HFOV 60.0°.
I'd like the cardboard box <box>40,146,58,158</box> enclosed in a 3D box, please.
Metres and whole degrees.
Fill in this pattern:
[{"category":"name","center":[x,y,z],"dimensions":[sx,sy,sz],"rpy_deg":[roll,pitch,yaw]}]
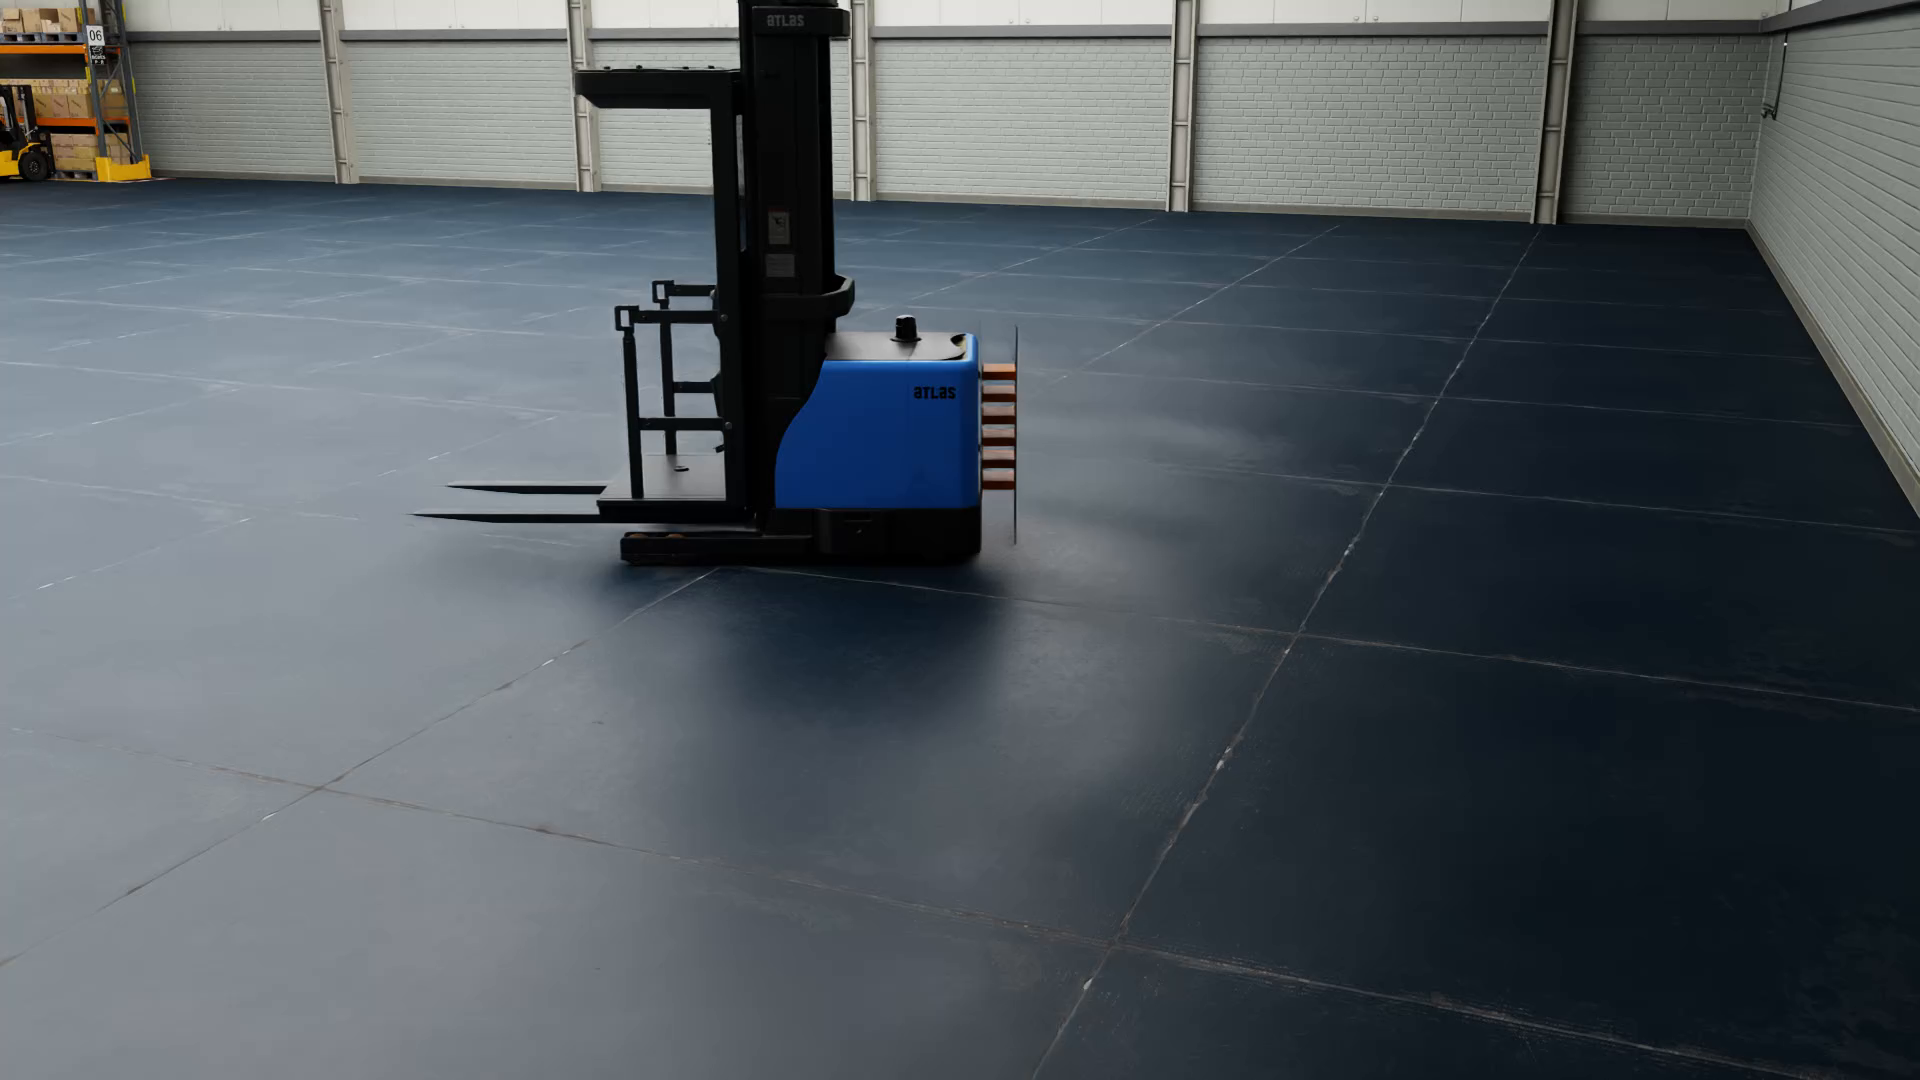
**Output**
[{"category":"cardboard box","center":[-19.730,-8.491,36.322],"dimensions":[0.500,0.250,0.500],"rpy_deg":[6,17,19]}]

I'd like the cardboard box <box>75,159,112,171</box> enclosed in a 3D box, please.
[{"category":"cardboard box","center":[-18.765,-8.147,36.034],"dimensions":[0.500,0.250,0.500],"rpy_deg":[6,17,21]}]

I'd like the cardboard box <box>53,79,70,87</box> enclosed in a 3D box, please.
[{"category":"cardboard box","center":[-19.321,-9.865,35.899],"dimensions":[0.250,0.149,0.380],"rpy_deg":[6,17,21]}]

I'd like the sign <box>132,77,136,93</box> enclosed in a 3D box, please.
[{"category":"sign","center":[-18.003,-9.896,36.187],"dimensions":[0.005,0.325,0.100],"rpy_deg":[6,17,21]}]

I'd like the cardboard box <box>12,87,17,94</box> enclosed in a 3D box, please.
[{"category":"cardboard box","center":[-20.553,-9.829,36.307],"dimensions":[0.250,0.149,0.380],"rpy_deg":[6,17,19]}]

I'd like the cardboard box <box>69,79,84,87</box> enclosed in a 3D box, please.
[{"category":"cardboard box","center":[-18.863,-9.801,35.677],"dimensions":[0.250,0.149,0.380],"rpy_deg":[6,17,21]}]

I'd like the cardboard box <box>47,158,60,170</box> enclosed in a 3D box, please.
[{"category":"cardboard box","center":[-19.686,-8.253,36.402],"dimensions":[0.500,0.250,0.500],"rpy_deg":[6,17,21]}]

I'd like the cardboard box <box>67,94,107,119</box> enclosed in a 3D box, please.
[{"category":"cardboard box","center":[-18.766,-9.329,35.750],"dimensions":[0.500,0.500,0.500],"rpy_deg":[6,17,19]}]

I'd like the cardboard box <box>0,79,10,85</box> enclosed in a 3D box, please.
[{"category":"cardboard box","center":[-20.775,-10.002,36.369],"dimensions":[0.250,0.149,0.380],"rpy_deg":[6,17,20]}]

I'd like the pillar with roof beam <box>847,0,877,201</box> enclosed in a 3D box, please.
[{"category":"pillar with roof beam","center":[-3.364,-9.527,25.851],"dimensions":[0.400,9.000,9.100],"rpy_deg":[6,17,21]}]

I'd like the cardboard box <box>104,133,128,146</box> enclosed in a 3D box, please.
[{"category":"cardboard box","center":[-18.590,-8.759,36.349],"dimensions":[0.500,0.250,0.500],"rpy_deg":[6,17,20]}]

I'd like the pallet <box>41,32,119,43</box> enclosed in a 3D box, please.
[{"category":"pallet","center":[-18.860,-10.776,35.692],"dimensions":[1.213,0.211,1.003],"rpy_deg":[6,17,21]}]

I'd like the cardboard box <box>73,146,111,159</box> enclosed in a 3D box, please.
[{"category":"cardboard box","center":[-18.780,-8.389,35.973],"dimensions":[0.500,0.250,0.500],"rpy_deg":[6,17,20]}]

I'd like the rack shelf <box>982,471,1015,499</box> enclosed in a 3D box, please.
[{"category":"rack shelf","center":[0.209,-0.305,9.092],"dimensions":[0.180,0.103,0.258],"rpy_deg":[0,16,1]}]

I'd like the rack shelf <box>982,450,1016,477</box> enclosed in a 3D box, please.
[{"category":"rack shelf","center":[0.209,-0.420,9.059],"dimensions":[0.180,0.103,0.258],"rpy_deg":[0,16,1]}]

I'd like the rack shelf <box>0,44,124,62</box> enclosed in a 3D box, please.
[{"category":"rack shelf","center":[-20.073,-10.599,36.212],"dimensions":[4.000,0.370,1.077],"rpy_deg":[6,17,21]}]

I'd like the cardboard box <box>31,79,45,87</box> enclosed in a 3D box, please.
[{"category":"cardboard box","center":[-19.847,-9.888,35.978],"dimensions":[0.250,0.149,0.380],"rpy_deg":[7,17,22]}]

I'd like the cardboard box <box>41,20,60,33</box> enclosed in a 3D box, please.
[{"category":"cardboard box","center":[-19.330,-10.957,35.464],"dimensions":[0.258,0.266,0.396],"rpy_deg":[6,17,21]}]

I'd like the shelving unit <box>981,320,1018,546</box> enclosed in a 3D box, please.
[{"category":"shelving unit","center":[0.209,-0.578,9.013],"dimensions":[0.189,1.200,0.258],"rpy_deg":[0,16,1]}]

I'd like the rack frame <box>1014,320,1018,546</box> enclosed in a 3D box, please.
[{"category":"rack frame","center":[0.301,-0.578,9.012],"dimensions":[0.006,1.200,0.240],"rpy_deg":[0,16,1]}]

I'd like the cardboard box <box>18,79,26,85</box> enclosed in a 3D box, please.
[{"category":"cardboard box","center":[-20.280,-9.969,36.257],"dimensions":[0.250,0.149,0.380],"rpy_deg":[6,17,21]}]

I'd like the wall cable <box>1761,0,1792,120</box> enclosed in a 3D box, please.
[{"category":"wall cable","center":[11.634,-7.281,23.682],"dimensions":[0.112,2.526,3.097],"rpy_deg":[6,17,21]}]

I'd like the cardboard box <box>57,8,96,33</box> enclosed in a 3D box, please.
[{"category":"cardboard box","center":[-18.713,-11.020,35.259],"dimensions":[0.500,0.500,0.500],"rpy_deg":[7,18,22]}]

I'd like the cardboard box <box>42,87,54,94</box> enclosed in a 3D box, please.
[{"category":"cardboard box","center":[-19.597,-9.726,35.952],"dimensions":[0.250,0.149,0.380],"rpy_deg":[6,17,19]}]

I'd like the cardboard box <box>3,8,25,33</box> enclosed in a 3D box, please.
[{"category":"cardboard box","center":[-20.160,-11.222,35.949],"dimensions":[0.637,0.503,0.797],"rpy_deg":[7,18,22]}]

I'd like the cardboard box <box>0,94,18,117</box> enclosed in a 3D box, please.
[{"category":"cardboard box","center":[-20.654,-9.543,36.485],"dimensions":[0.500,0.500,0.500],"rpy_deg":[6,17,20]}]

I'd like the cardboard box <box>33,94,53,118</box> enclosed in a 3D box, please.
[{"category":"cardboard box","center":[-19.722,-9.437,36.122],"dimensions":[0.500,0.500,0.500],"rpy_deg":[6,17,20]}]

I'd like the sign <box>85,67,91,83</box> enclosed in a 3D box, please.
[{"category":"sign","center":[-18.424,-9.830,35.151],"dimensions":[0.005,0.325,0.100],"rpy_deg":[6,17,21]}]

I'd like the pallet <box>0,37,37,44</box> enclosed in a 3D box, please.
[{"category":"pallet","center":[-21.130,-11.026,36.552],"dimensions":[1.213,0.211,1.003],"rpy_deg":[6,17,21]}]

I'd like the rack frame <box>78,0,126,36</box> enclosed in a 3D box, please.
[{"category":"rack frame","center":[-18.212,-12.180,34.989],"dimensions":[0.127,3.000,1.000],"rpy_deg":[6,17,21]}]

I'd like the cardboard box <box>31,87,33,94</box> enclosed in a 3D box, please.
[{"category":"cardboard box","center":[-20.039,-9.795,36.192],"dimensions":[0.250,0.149,0.380],"rpy_deg":[6,17,20]}]

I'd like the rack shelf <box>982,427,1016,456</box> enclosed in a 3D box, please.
[{"category":"rack shelf","center":[0.209,-0.535,9.025],"dimensions":[0.180,0.103,0.258],"rpy_deg":[0,16,1]}]

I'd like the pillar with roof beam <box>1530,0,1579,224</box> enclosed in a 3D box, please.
[{"category":"pillar with roof beam","center":[7.799,-8.300,21.623],"dimensions":[0.400,9.000,9.100],"rpy_deg":[6,17,21]}]

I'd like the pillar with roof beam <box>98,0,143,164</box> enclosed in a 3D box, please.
[{"category":"pillar with roof beam","center":[-20.109,-11.369,32.194],"dimensions":[0.400,9.000,9.100],"rpy_deg":[6,17,21]}]

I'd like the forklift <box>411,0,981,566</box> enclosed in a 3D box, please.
[{"category":"forklift","center":[-1.405,-1.420,8.809],"dimensions":[3.031,2.935,1.130],"rpy_deg":[0,16,1]}]

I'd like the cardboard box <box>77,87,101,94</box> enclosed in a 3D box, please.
[{"category":"cardboard box","center":[-18.637,-9.622,35.593],"dimensions":[0.250,0.149,0.380],"rpy_deg":[7,17,21]}]

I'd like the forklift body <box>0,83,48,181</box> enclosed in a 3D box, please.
[{"category":"forklift body","center":[-20.645,-8.612,34.982],"dimensions":[1.214,2.155,2.313],"rpy_deg":[6,17,21]}]

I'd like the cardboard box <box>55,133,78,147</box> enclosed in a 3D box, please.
[{"category":"cardboard box","center":[-19.232,-8.678,36.069],"dimensions":[0.500,0.250,0.500],"rpy_deg":[7,17,22]}]

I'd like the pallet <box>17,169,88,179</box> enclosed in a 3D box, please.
[{"category":"pallet","center":[-20.070,-8.153,36.878],"dimensions":[1.213,0.211,1.003],"rpy_deg":[6,17,21]}]

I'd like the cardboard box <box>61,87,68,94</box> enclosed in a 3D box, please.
[{"category":"cardboard box","center":[-19.105,-9.682,35.803],"dimensions":[0.250,0.149,0.380],"rpy_deg":[7,17,22]}]
